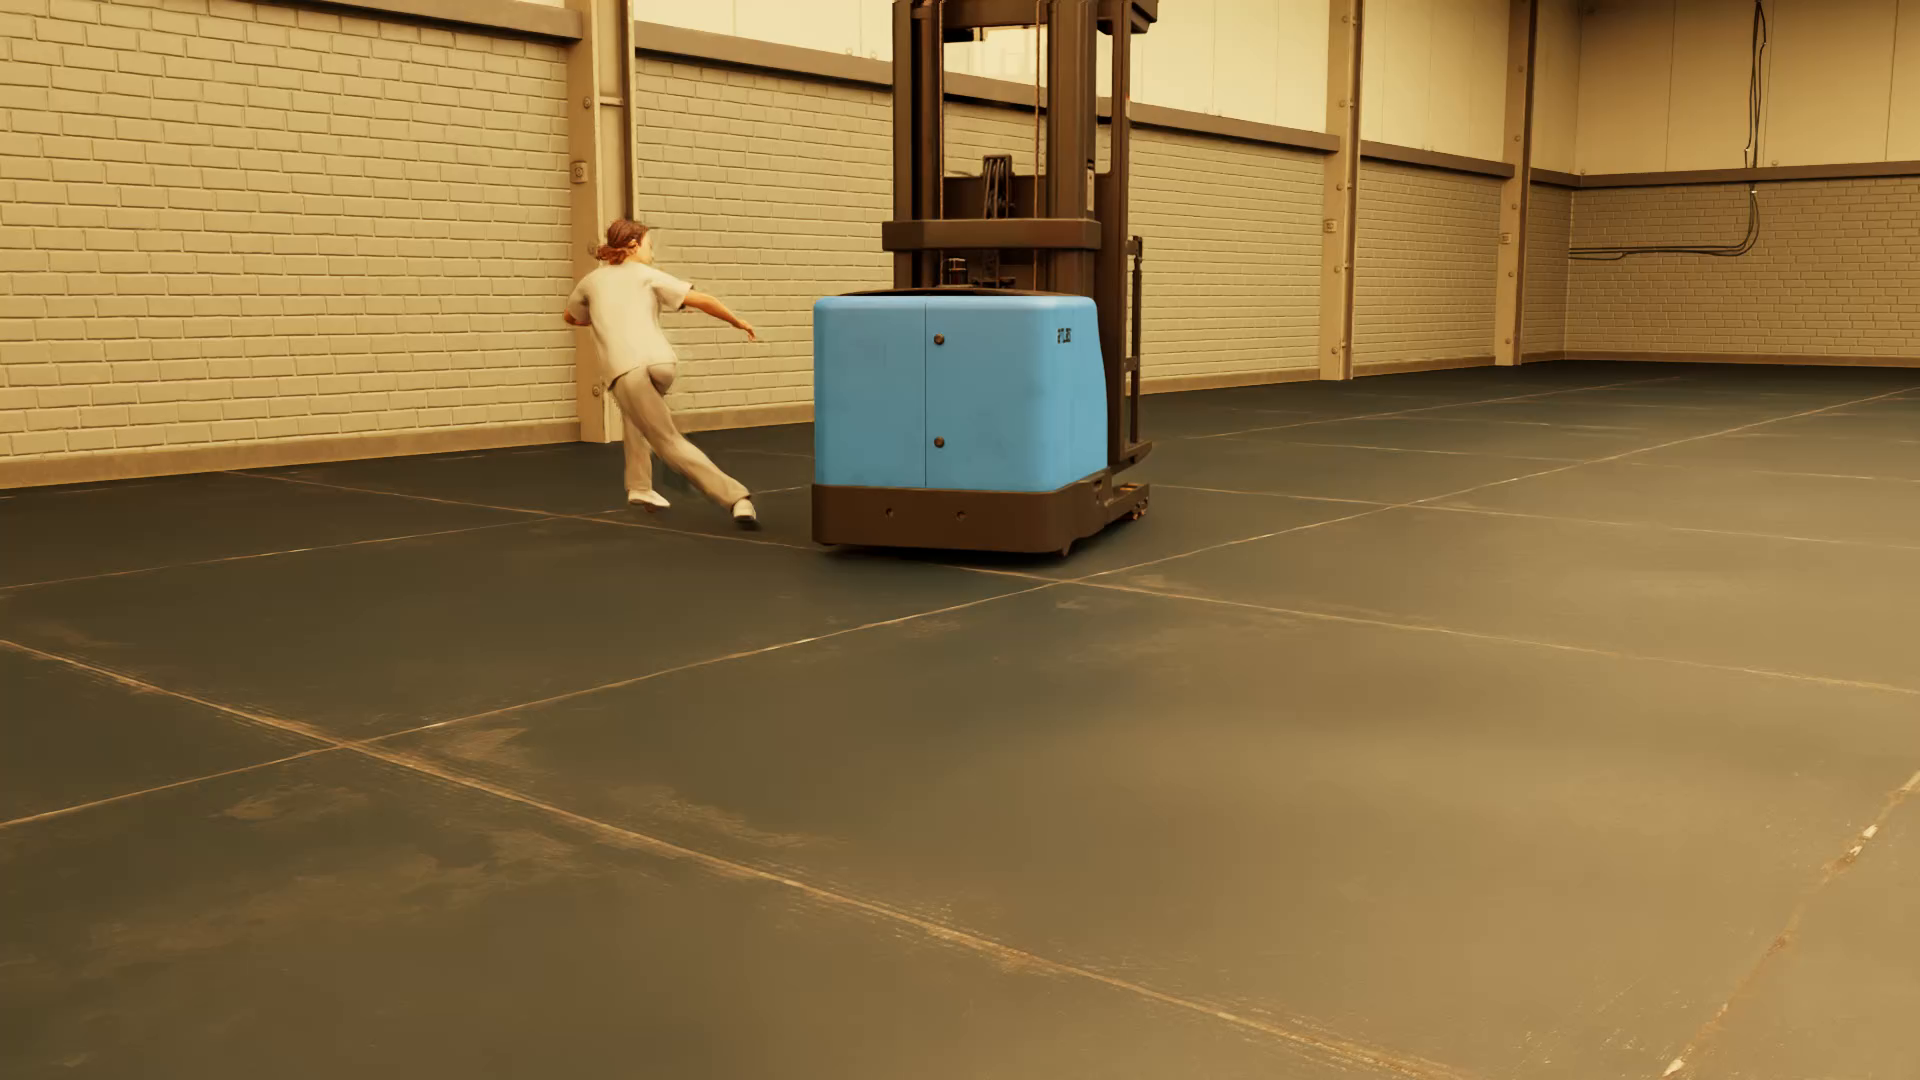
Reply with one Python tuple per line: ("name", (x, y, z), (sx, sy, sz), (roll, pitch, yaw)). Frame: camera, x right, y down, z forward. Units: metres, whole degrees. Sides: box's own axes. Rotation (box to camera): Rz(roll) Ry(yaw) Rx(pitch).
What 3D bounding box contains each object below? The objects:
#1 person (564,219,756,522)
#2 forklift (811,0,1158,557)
("person", (-1.412, -0.804, 7.908), (0.878, 1.419, 0.892), (-2, 9, -16))
("forklift", (0.309, -1.556, 7.913), (1.130, 2.935, 3.031), (3, 9, 17))
